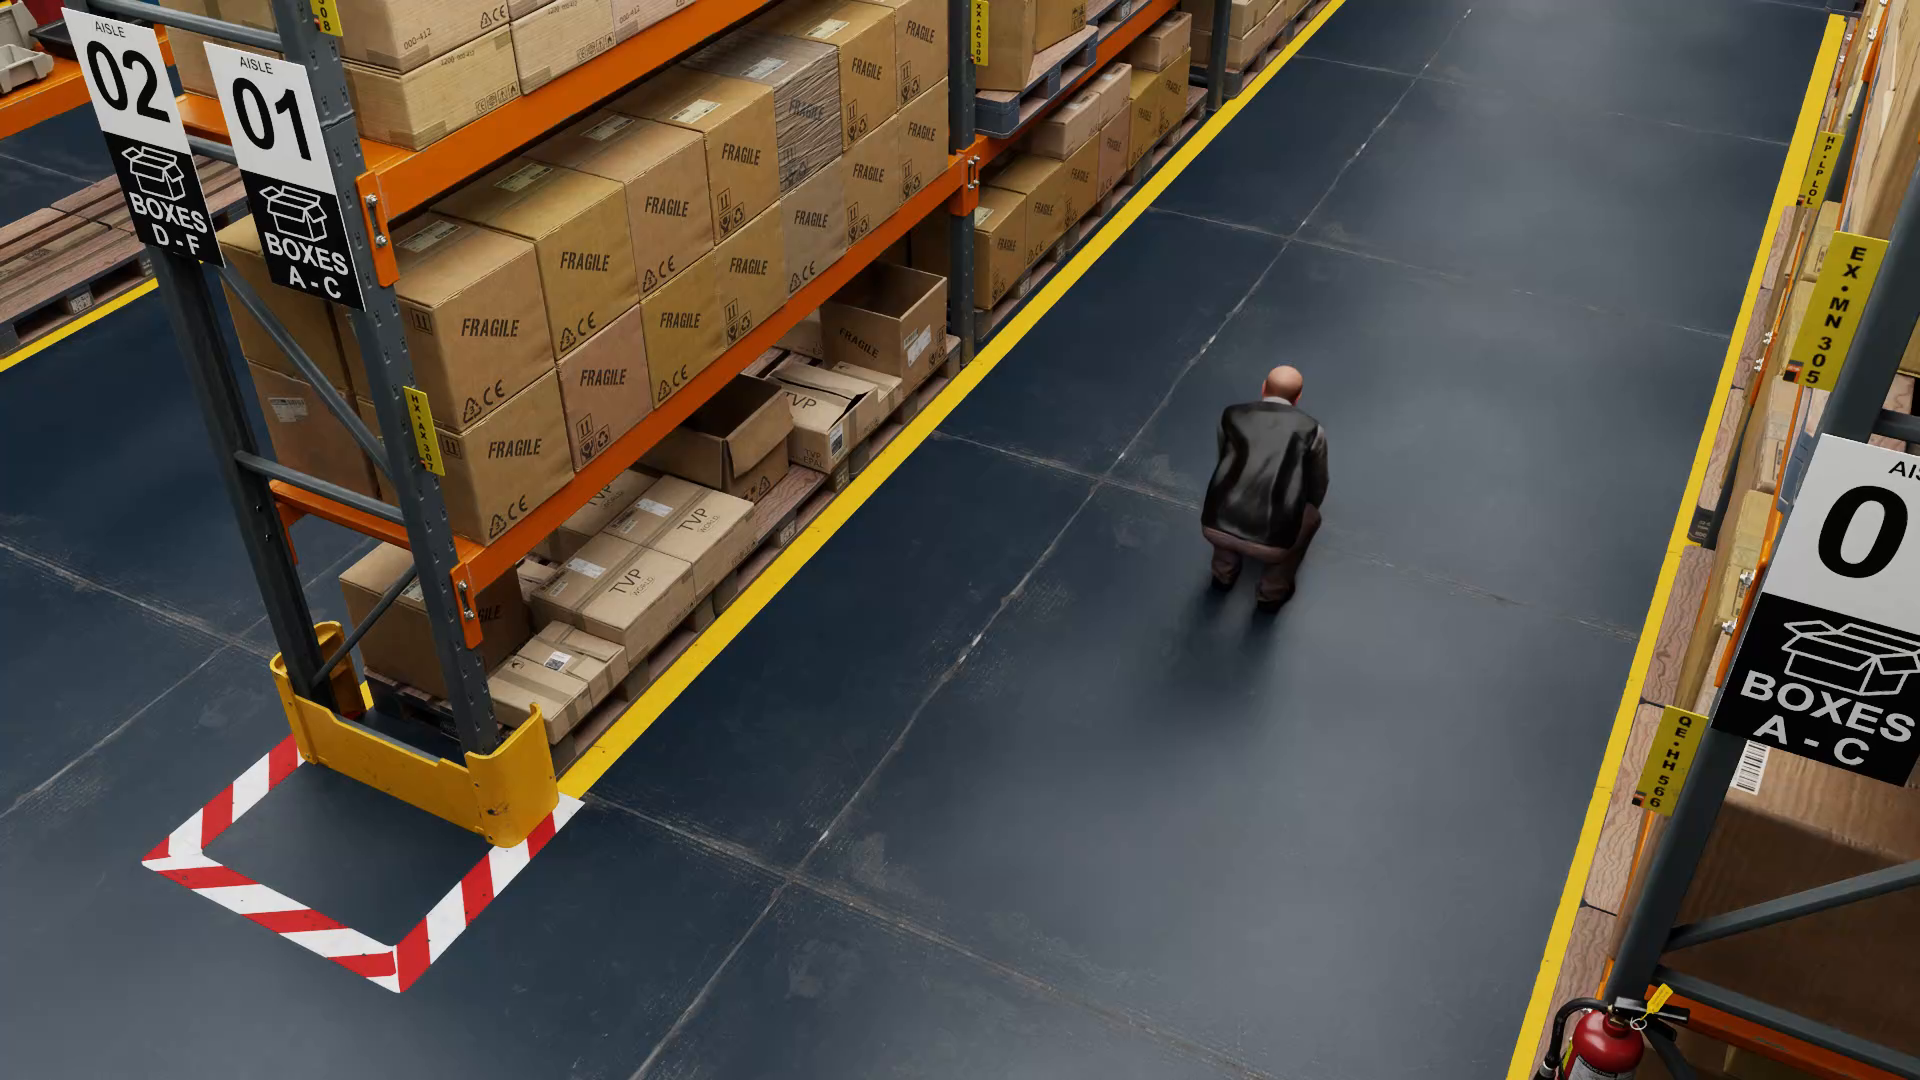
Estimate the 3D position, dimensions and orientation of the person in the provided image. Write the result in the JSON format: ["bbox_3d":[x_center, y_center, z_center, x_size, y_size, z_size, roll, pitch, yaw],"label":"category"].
[{"bbox_3d":[1.399,-0.231,7.682,0.544,0.977,0.852,18,41,21],"label":"person"}]
